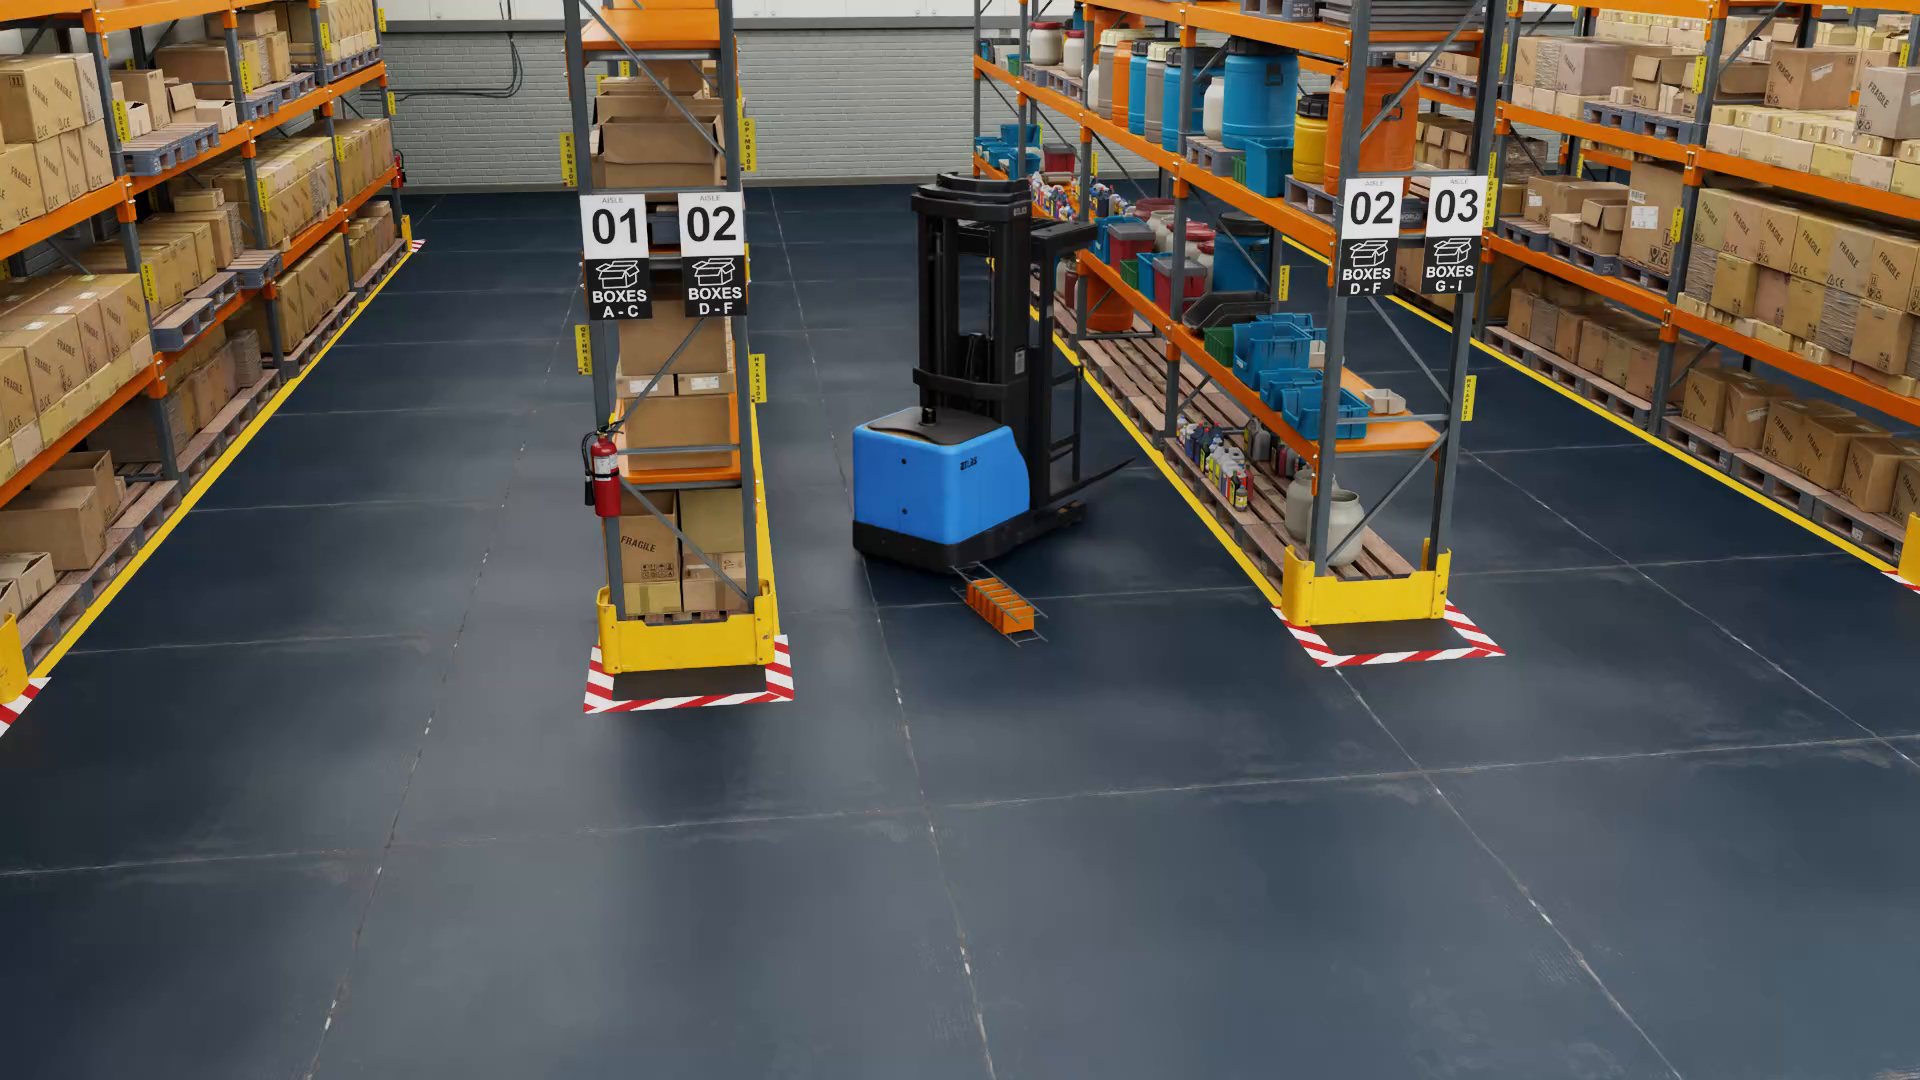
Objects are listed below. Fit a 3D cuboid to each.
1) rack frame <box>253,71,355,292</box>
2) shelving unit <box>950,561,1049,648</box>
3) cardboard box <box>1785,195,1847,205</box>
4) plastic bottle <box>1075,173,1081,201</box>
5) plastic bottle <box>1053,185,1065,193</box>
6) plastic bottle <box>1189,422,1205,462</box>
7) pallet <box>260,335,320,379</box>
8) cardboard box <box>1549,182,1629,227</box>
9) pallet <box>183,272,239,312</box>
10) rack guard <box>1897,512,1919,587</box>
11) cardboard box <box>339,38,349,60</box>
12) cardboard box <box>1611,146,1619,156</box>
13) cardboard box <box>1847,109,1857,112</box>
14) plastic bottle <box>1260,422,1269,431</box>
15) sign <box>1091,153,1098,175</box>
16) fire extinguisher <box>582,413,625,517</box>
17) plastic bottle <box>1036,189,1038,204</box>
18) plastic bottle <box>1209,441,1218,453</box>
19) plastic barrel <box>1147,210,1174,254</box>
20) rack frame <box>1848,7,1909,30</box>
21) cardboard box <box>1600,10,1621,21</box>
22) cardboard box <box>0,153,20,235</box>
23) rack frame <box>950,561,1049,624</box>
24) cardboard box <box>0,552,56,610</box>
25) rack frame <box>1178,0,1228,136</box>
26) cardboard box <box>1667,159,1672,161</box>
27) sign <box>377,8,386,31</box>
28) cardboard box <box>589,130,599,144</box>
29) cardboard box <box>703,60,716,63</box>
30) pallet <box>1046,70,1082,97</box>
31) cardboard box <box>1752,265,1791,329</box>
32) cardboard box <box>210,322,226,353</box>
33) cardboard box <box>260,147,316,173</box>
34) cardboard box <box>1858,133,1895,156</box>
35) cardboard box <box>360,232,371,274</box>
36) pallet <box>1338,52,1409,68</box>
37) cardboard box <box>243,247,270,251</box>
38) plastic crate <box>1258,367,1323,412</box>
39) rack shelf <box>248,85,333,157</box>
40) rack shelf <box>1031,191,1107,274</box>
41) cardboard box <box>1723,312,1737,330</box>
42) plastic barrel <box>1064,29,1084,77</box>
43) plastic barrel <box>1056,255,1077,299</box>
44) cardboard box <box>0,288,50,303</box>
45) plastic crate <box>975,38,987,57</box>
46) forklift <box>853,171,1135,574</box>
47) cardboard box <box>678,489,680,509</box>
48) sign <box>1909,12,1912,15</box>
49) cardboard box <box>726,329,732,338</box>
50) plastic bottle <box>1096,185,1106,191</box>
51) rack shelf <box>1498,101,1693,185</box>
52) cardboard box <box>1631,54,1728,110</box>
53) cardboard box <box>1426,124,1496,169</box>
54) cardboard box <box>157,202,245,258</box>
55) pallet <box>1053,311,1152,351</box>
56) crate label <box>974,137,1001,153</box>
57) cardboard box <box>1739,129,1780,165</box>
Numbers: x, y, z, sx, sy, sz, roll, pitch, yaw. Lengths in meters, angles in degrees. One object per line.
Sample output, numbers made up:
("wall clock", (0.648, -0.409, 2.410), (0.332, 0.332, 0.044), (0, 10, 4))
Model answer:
("rack frame", (-8.509, -4.496, 21.468), (1.000, 3.000, 0.127), (-3, 21, -8))
("shelving unit", (0.274, 0.459, 12.210), (0.258, 0.189, 1.200), (-9, 22, -22))
("cardboard box", (7.760, -2.816, 14.971), (0.500, 0.500, 0.500), (-3, 21, -8))
("plastic bottle", (1.608, -4.664, 21.987), (0.144, 0.351, 0.185), (-3, 21, -8))
("plastic bottle", (1.268, -4.446, 21.509), (0.152, 0.276, 0.135), (-3, 21, -8))
("plastic bottle", (2.154, -0.891, 14.972), (0.144, 0.351, 0.185), (-2, 21, -6))
("pallet", (-7.971, -2.082, 18.989), (1.003, 0.211, 1.213), (-3, 21, -8))
("cardboard box", (7.069, -3.731, 18.676), (0.700, 0.500, 0.500), (0, 20, 0))
("pallet", (-7.607, -2.338, 15.964), (1.003, 0.211, 1.213), (-3, 21, -8))
("rack guard", (7.915, 0.054, 12.858), (1.175, 0.500, 0.348), (-3, 21, -8))
("cardboard box", (-8.407, -6.505, 22.029), (0.500, 0.250, 0.500), (-3, 21, -9))
("cardboard box", (10.523, -6.153, 26.262), (0.380, 0.149, 0.250), (-3, 21, -9))
("cardboard box", (15.211, -6.997, 28.020), (0.500, 0.500, 0.500), (-3, 21, -8))
("plastic bottle", (2.826, -0.983, 15.218), (0.144, 0.351, 0.185), (-3, 21, -9))
("sign", (1.839, -5.153, 22.830), (0.100, 0.325, 0.005), (-3, 21, -8))
("fire extinguisher", (-2.320, -0.492, 10.858), (0.296, 0.674, 0.183), (-3, 21, -8))
("plastic bottle", (1.041, -4.522, 21.819), (0.097, 0.201, 0.097), (0, 20, 0))
("plastic bottle", (2.239, -0.739, 14.680), (0.097, 0.271, 0.097), (0, 20, 0))
("plastic barrel", (2.231, -3.318, 18.153), (0.421, 0.512, 0.421), (0, 20, 0))
("rack frame", (15.426, -9.941, 27.471), (1.000, 3.000, 0.127), (-3, 21, -8))
("cardboard box", (10.349, -8.292, 26.272), (0.380, 0.149, 0.250), (-3, 21, -8))
("cardboard box", (-6.701, -2.299, 11.125), (0.500, 0.500, 0.500), (-2, 21, -5))
("rack frame", (0.274, 0.373, 12.178), (0.240, 0.006, 1.200), (-9, 22, -22))
("cardboard box", (-6.872, 0.270, 11.919), (0.500, 0.311, 0.500), (-1, 21, -3))
("rack frame", (2.448, -5.037, 14.340), (1.000, 3.000, 0.127), (-3, 21, -8))
("cardboard box", (10.769, -5.801, 24.391), (0.500, 0.500, 0.500), (-3, 21, -8))
("sign", (-8.547, -7.687, 24.571), (0.100, 0.325, 0.005), (-3, 21, -8))
("cardboard box", (-2.385, -2.796, 11.956), (0.500, 0.311, 0.500), (-1, 20, -1))
("cardboard box", (-3.201, -5.141, 18.763), (0.910, 0.500, 0.500), (-3, 21, -8))
("pallet", (1.671, -5.654, 20.550), (1.003, 0.211, 1.213), (-3, 21, -8))
("cardboard box", (7.562, -2.160, 14.645), (0.875, 0.500, 0.500), (-3, 21, -8))
("cardboard box", (-7.757, -2.051, 16.792), (0.500, 0.250, 0.500), (-3, 21, -7))
("cardboard box", (-8.051, -4.540, 19.917), (0.500, 0.250, 0.500), (-3, 21, -7))
("cardboard box", (7.396, -3.144, 13.205), (0.380, 0.149, 0.250), (-4, 21, -10))
("cardboard box", (-8.584, -3.960, 23.005), (0.700, 0.500, 0.500), (-3, 21, -8))
("pallet", (6.088, -6.893, 23.725), (1.003, 0.211, 1.213), (-3, 21, -8))
("cardboard box", (-7.751, -3.129, 18.137), (0.380, 0.149, 0.250), (-3, 21, -9))
("plastic crate", (2.568, -1.155, 12.734), (0.499, 0.251, 0.408), (-3, 21, -8))
("rack shelf", (-8.221, -4.872, 19.215), (1.077, 0.370, 4.000), (-3, 21, -8))
("rack shelf", (1.583, -3.967, 21.078), (1.077, 0.370, 4.000), (-3, 21, -8))
("cardboard box", (7.214, -2.010, 15.171), (0.380, 0.149, 0.250), (-3, 21, -8))
("plastic barrel", (1.467, -5.883, 20.099), (0.433, 0.535, 0.433), (0, 20, 0))
("plastic barrel", (1.451, -3.393, 21.469), (0.421, 0.512, 0.421), (0, 20, 0))
("cardboard box", (-7.424, -1.664, 13.000), (0.500, 0.500, 0.500), (-3, 21, -8))
("plastic crate", (0.498, -7.578, 25.617), (0.497, 0.269, 0.590), (-3, 21, -8))
("forklift", (0.423, -1.563, 13.711), (1.130, 2.935, 3.031), (15, 25, 34))
("cardboard box", (-2.479, -0.542, 13.138), (0.500, 0.500, 0.500), (-3, 21, -8))
("sign", (15.965, -8.936, 27.915), (0.100, 0.325, 0.005), (-3, 21, -8))
("cardboard box", (-1.872, -1.448, 12.235), (0.380, 0.149, 0.250), (-4, 21, -10))
("plastic bottle", (1.816, -4.470, 21.575), (0.152, 0.276, 0.135), (-3, 21, -8))
("rack shelf", (7.061, -4.237, 17.514), (1.077, 0.370, 4.000), (-3, 21, -8))
("cardboard box", (7.243, -4.620, 16.765), (0.797, 0.503, 0.637), (-2, 21, -6))
("cardboard box", (6.489, -5.089, 21.479), (0.797, 0.503, 0.637), (-2, 21, -6))
("cardboard box", (-7.855, -3.202, 17.231), (0.700, 0.500, 0.500), (-5, 21, -14))
("pallet", (1.716, -2.576, 20.311), (1.003, 0.211, 1.213), (-3, 21, -8))
("crate label", (0.428, -6.229, 26.259), (0.416, 0.233, 0.303), (-3, 21, -8))
("cardboard box", (7.242, -3.459, 14.618), (0.500, 0.250, 0.500), (-3, 21, -8))
